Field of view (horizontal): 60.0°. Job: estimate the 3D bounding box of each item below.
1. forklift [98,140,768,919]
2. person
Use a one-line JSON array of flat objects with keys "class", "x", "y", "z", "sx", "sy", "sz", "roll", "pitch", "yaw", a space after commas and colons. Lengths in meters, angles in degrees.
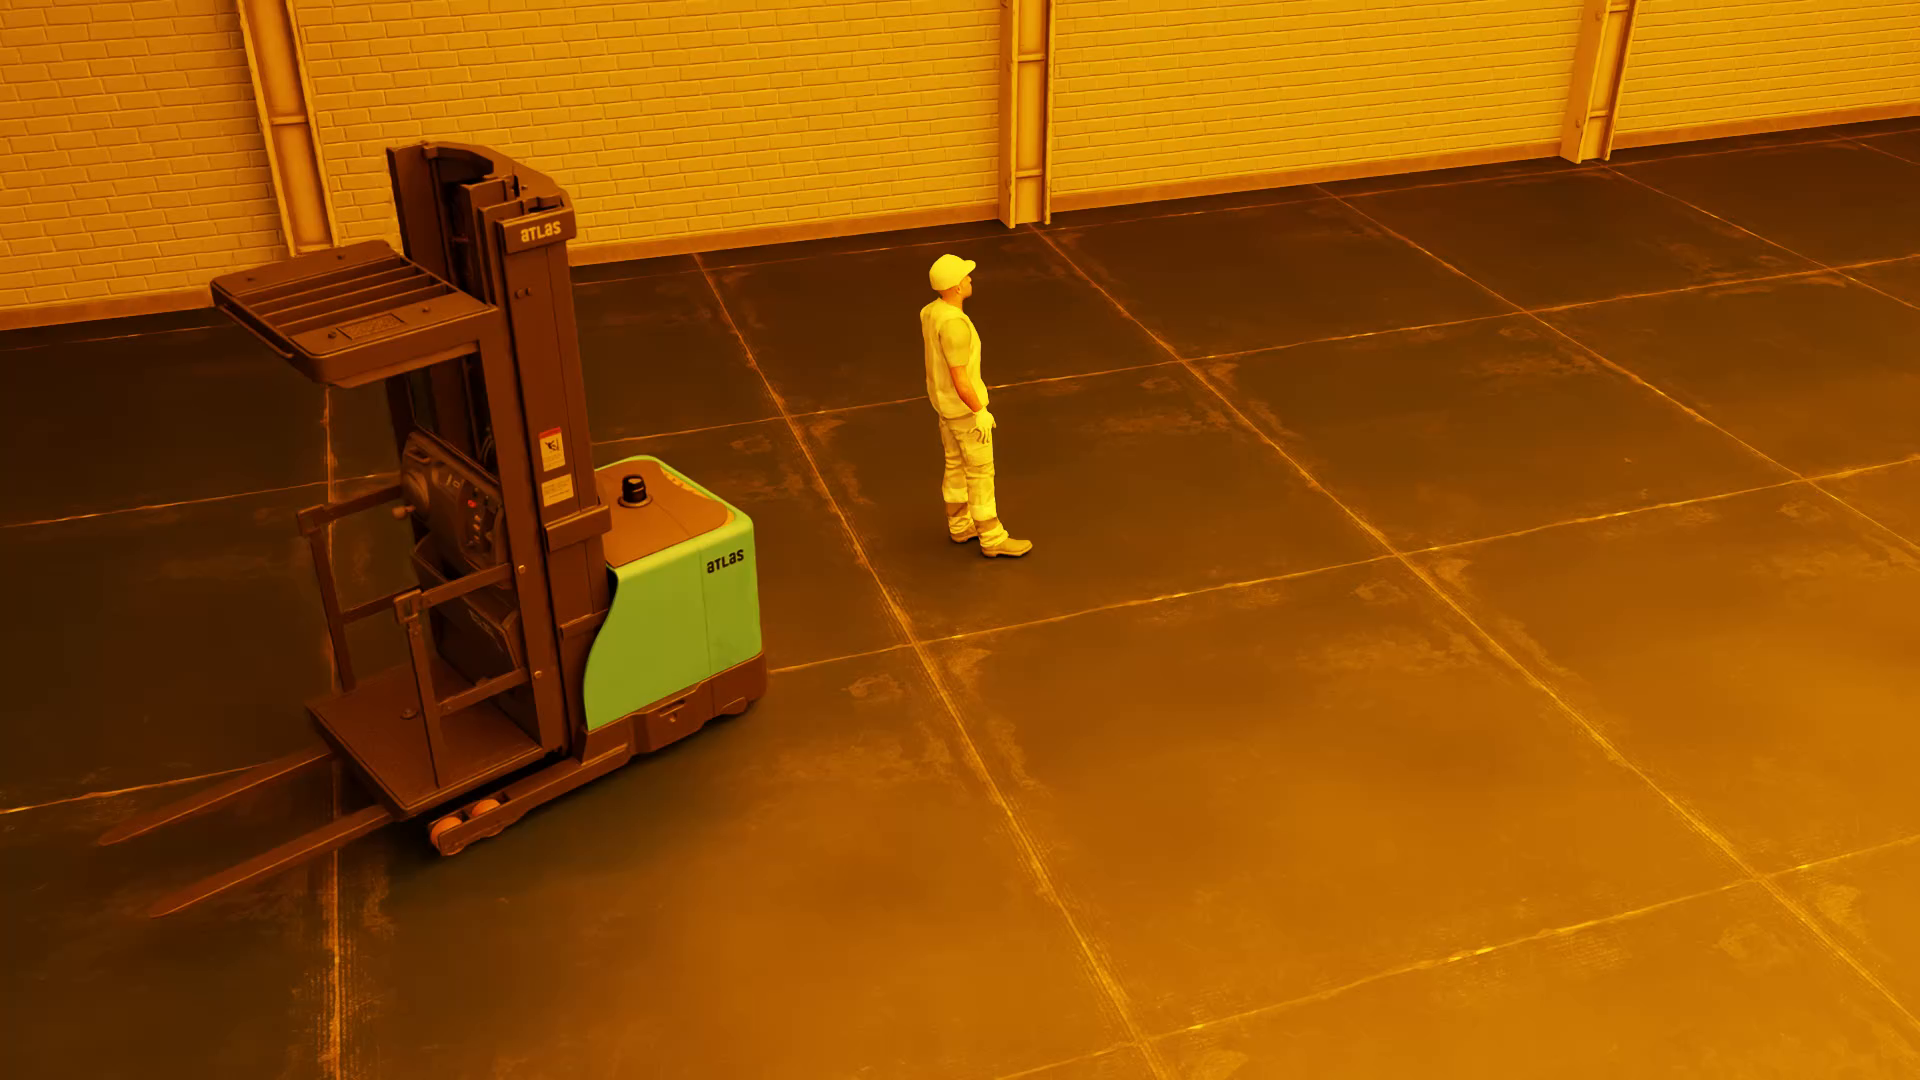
[{"class": "forklift", "x": -2.429, "y": -0.139, "z": 7.328, "sx": 3.031, "sy": 2.935, "sz": 1.130, "roll": -24, "pitch": 38, "yaw": -35}, {"class": "person", "x": 0.080, "y": -0.789, "z": 9.588, "sx": 0.564, "sy": 1.787, "sz": 0.637, "roll": -10, "pitch": 31, "yaw": -16}]
